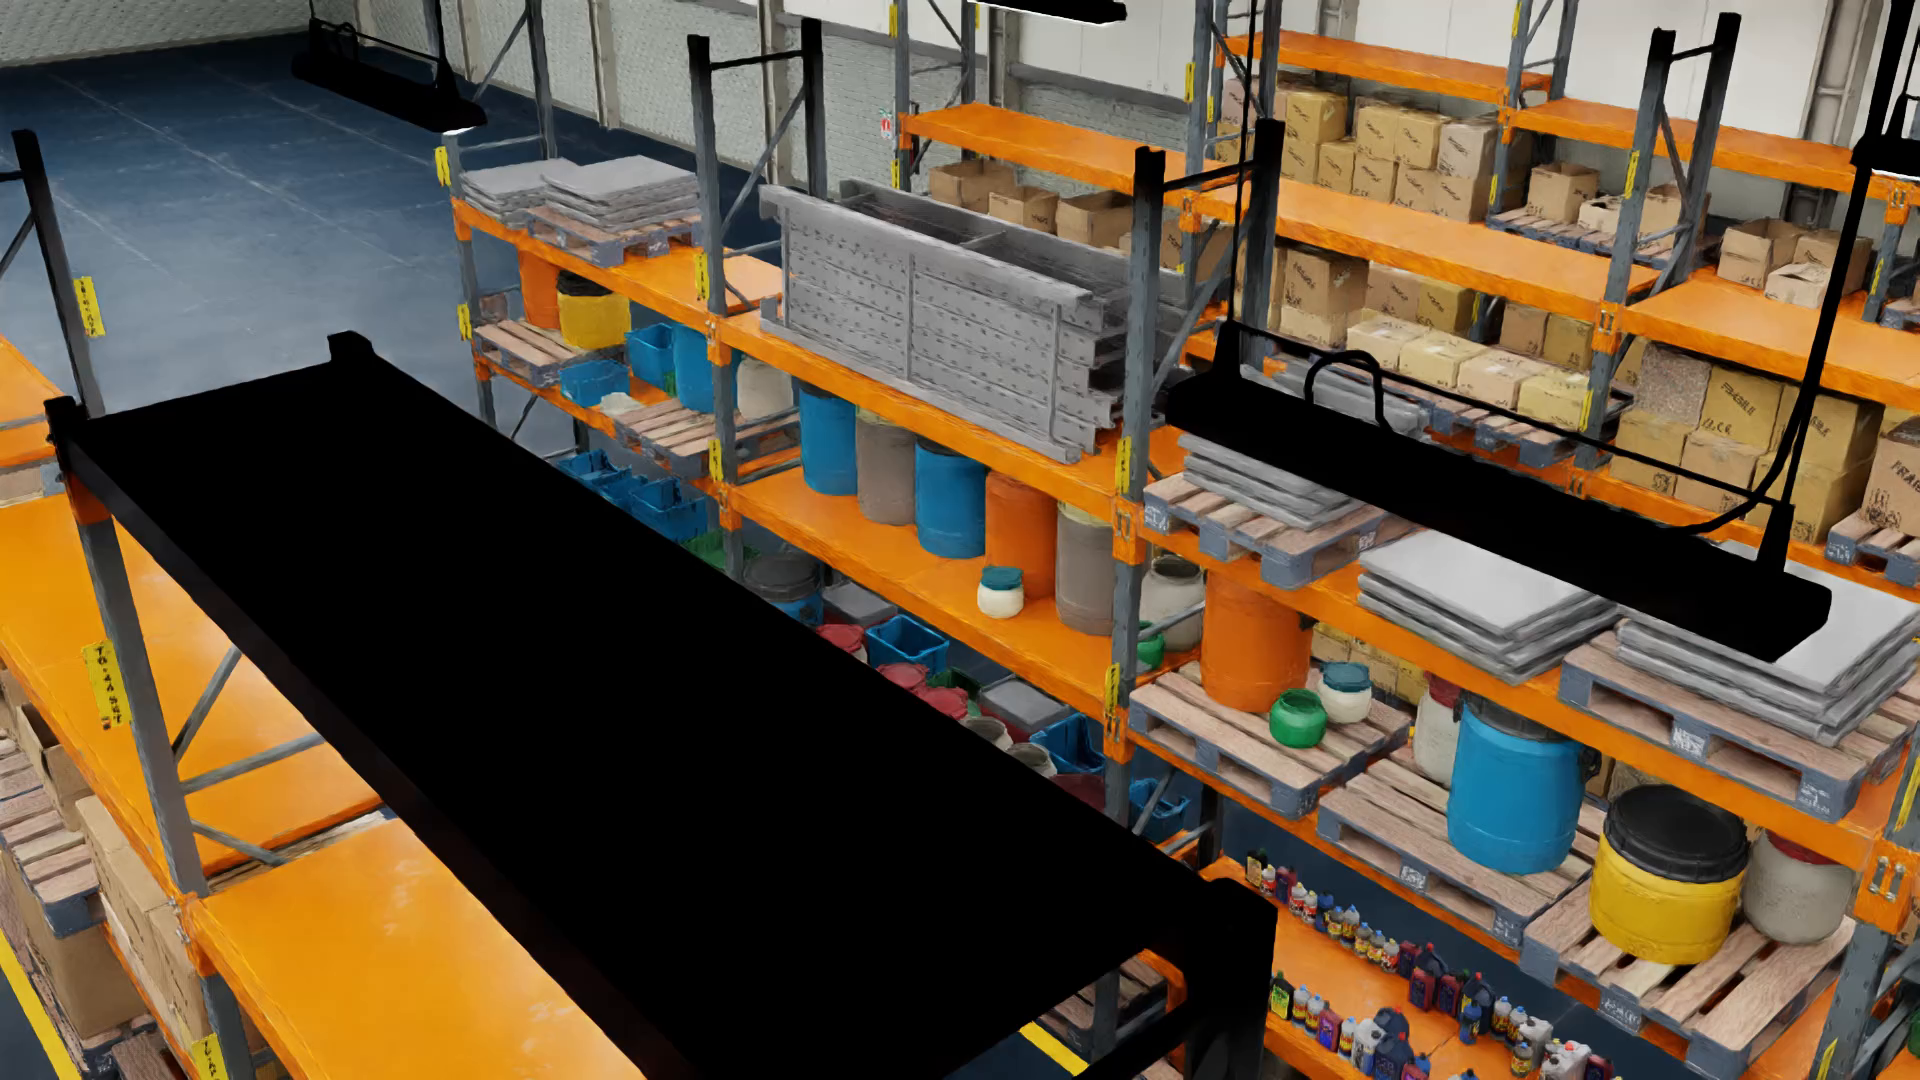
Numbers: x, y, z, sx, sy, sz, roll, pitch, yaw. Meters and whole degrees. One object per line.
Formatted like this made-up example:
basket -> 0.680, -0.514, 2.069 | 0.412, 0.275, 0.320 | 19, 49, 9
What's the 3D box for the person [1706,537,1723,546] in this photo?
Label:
person -> 7.356, 0.009, 15.786 | 1.000, 1.553, 0.478 | 21, 34, 35
